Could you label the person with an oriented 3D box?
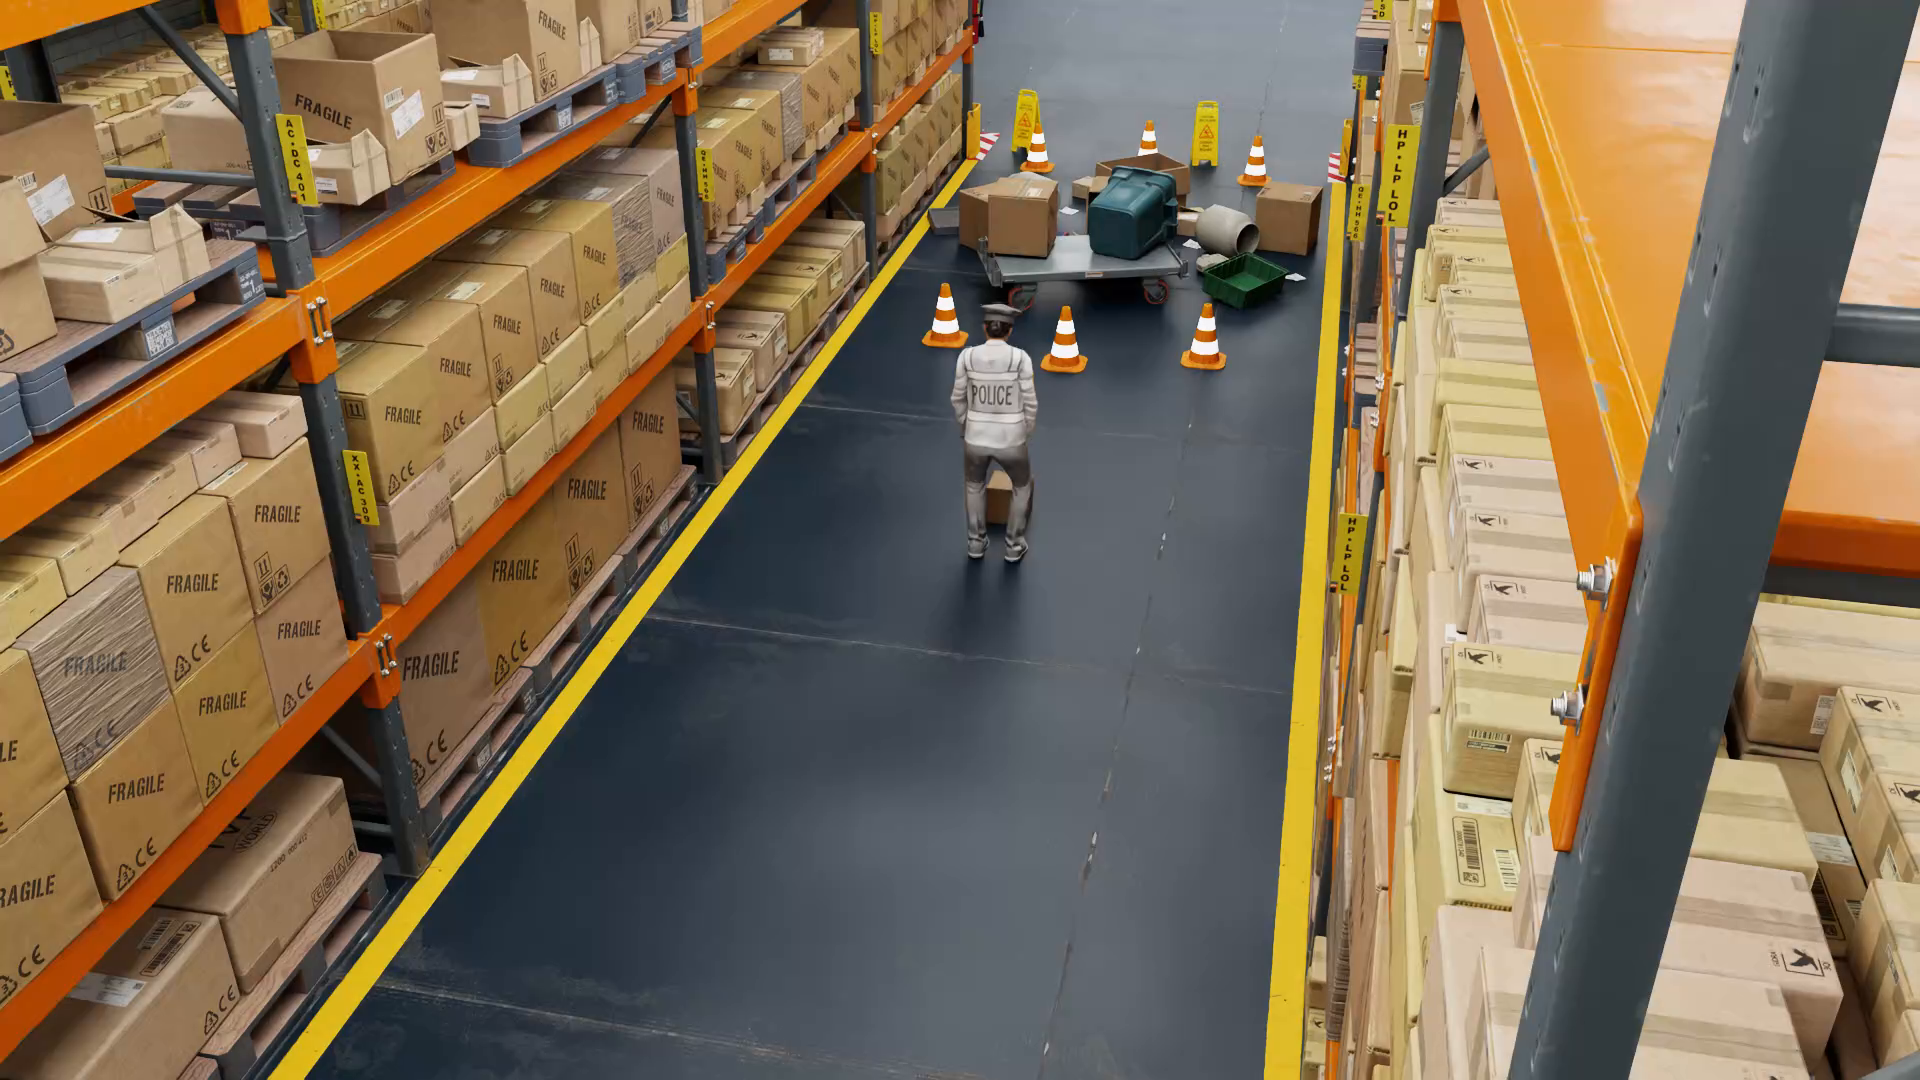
[{"bbox_3d":[0.200,-0.625,9.862,0.520,1.559,0.548,6,30,12],"label":"person"}]
